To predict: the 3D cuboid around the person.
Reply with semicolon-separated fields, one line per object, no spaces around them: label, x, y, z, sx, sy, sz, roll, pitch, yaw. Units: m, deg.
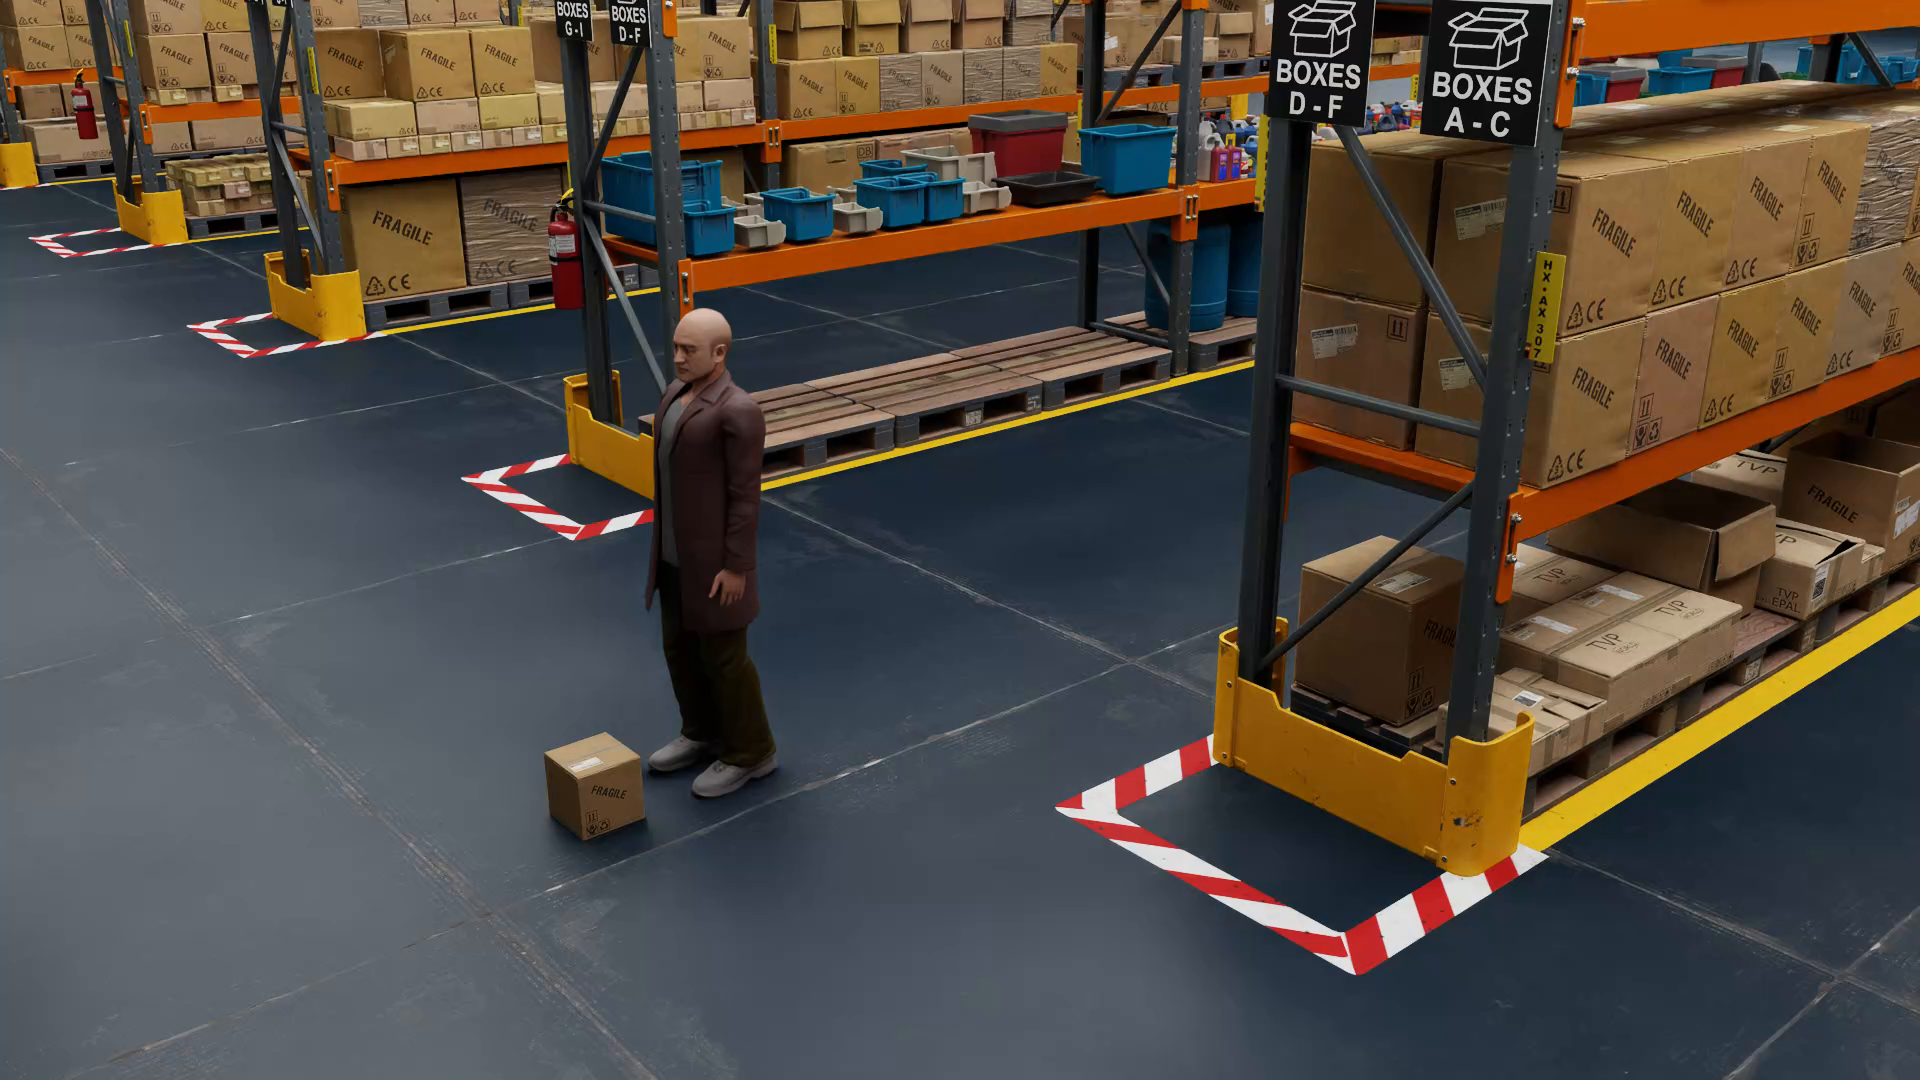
person;-0.918;0.052;5.970;0.404;1.777;0.560;-16;26;-36
